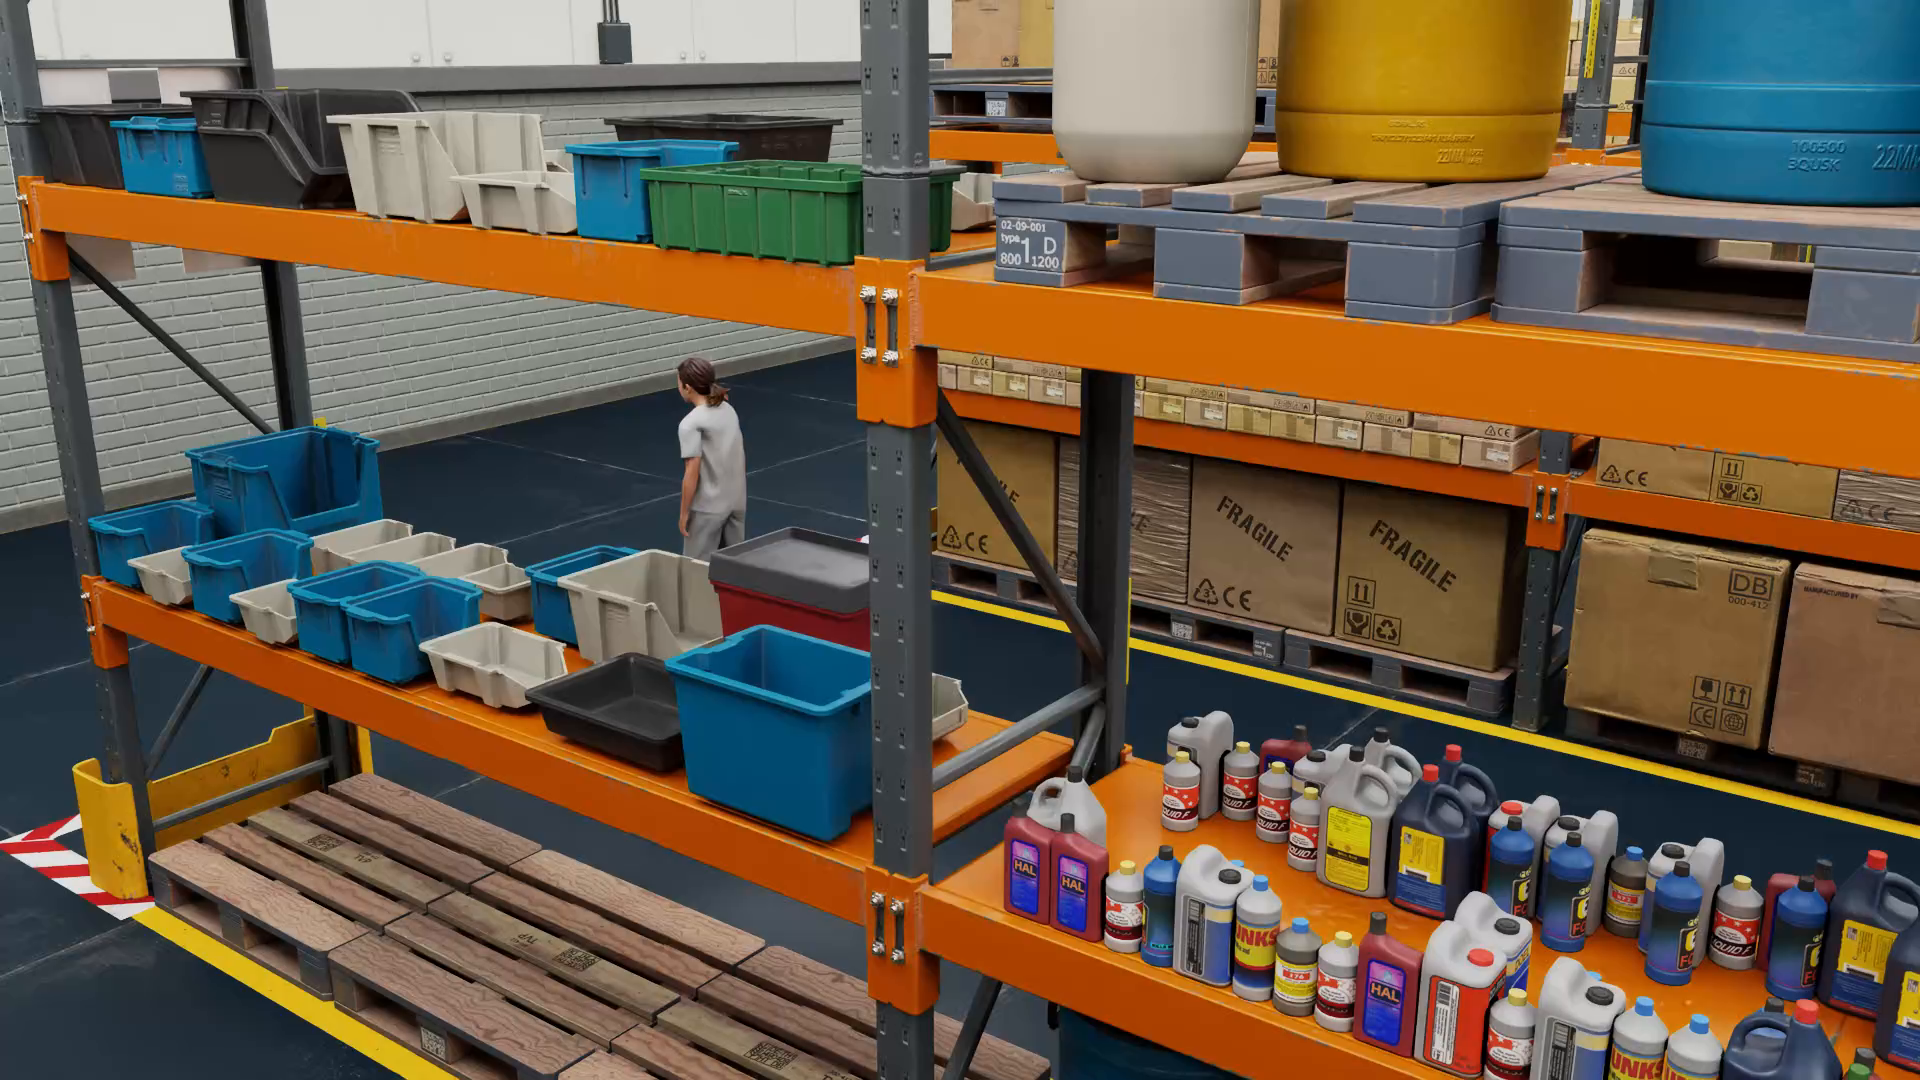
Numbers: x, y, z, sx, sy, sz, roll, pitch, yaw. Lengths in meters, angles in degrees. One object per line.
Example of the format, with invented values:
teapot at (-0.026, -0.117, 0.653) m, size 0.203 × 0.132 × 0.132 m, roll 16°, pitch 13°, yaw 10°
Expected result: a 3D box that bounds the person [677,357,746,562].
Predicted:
person at (-1.385, -0.184, 9.161) m, size 0.416 × 1.671 × 0.507 m, roll 11°, pitch 20°, yaw 32°
